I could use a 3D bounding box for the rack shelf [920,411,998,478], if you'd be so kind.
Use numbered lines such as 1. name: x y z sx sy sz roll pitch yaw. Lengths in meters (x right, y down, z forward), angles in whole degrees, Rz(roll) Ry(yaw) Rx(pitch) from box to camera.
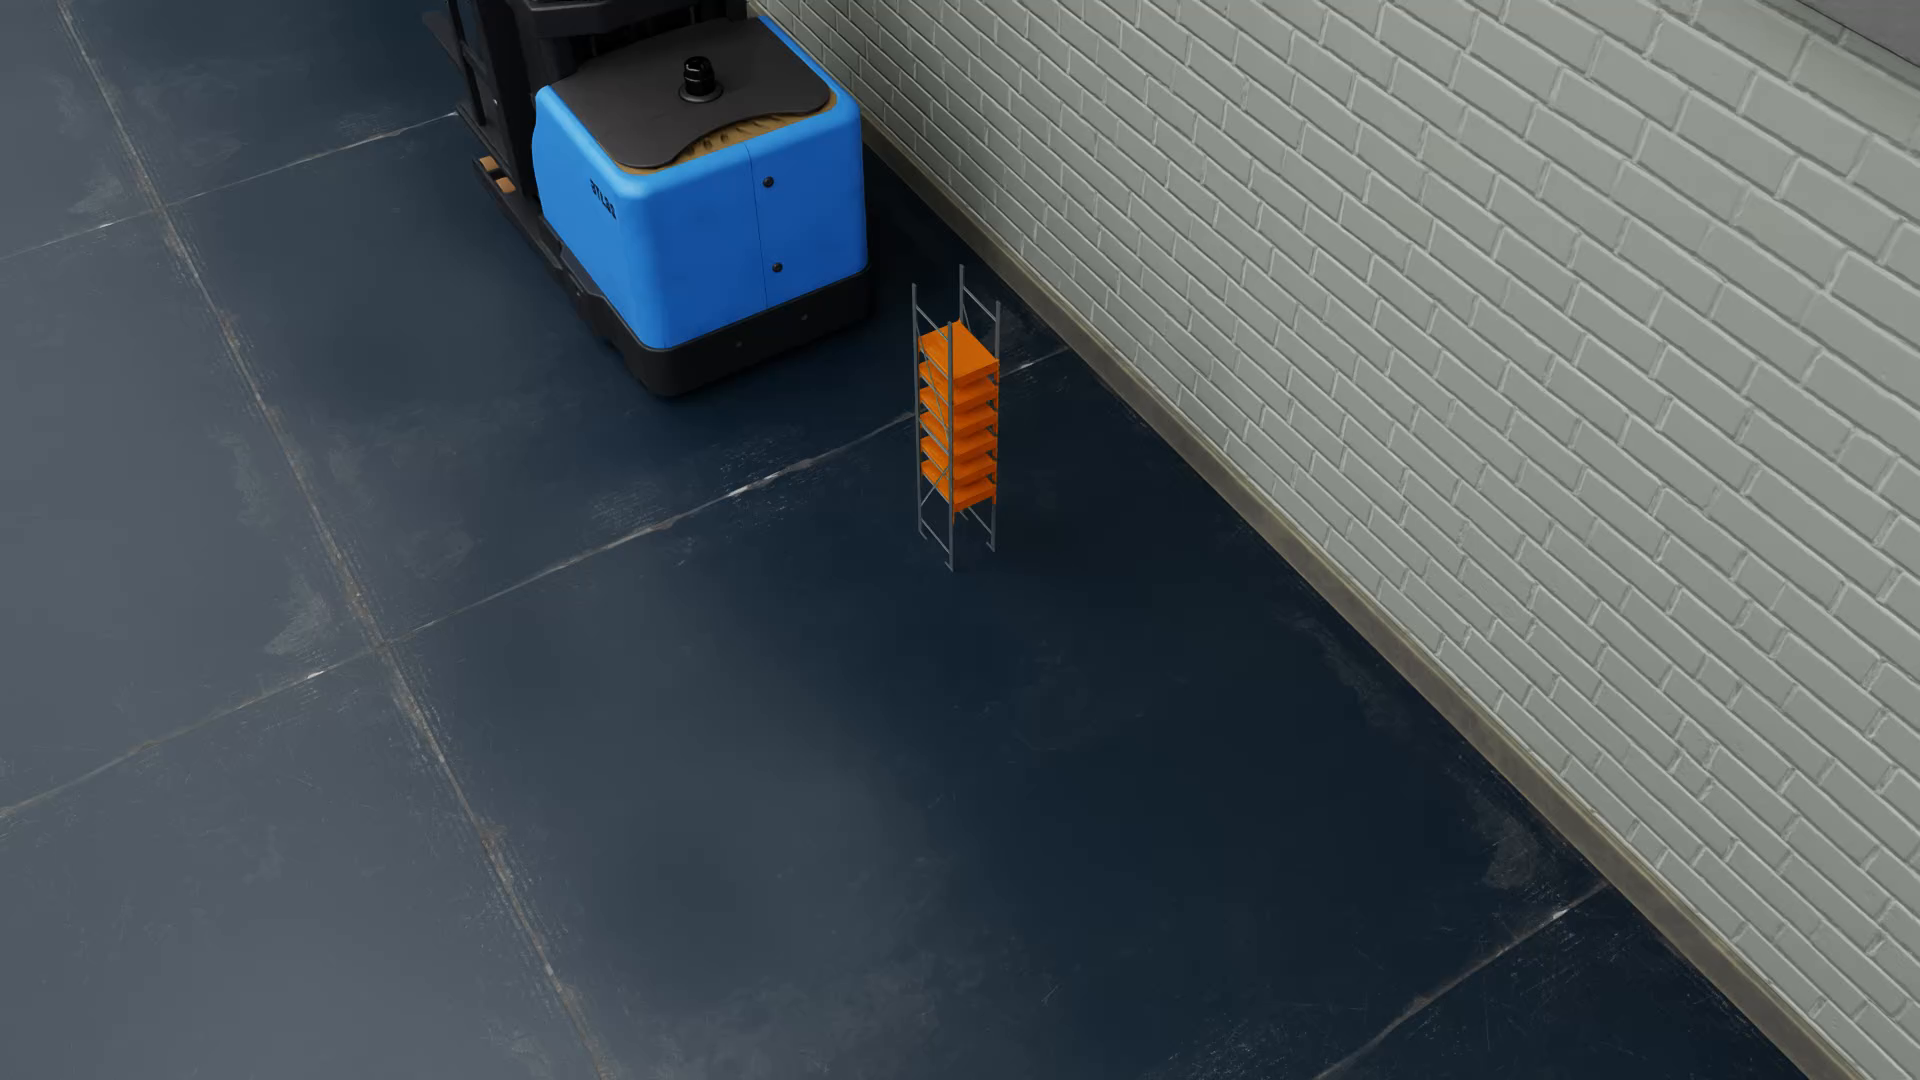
1. rack shelf: -0.012 -0.364 5.830 0.180 0.103 0.258 -25 53 -21

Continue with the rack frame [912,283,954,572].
1. rack frame: -0.090 -0.357 5.764 0.006 1.200 0.240 -25 53 -21

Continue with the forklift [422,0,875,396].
1. forklift: -1.581 -2.635 6.634 1.130 2.935 3.031 -26 53 -21

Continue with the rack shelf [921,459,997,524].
1. rack shelf: -0.012 -0.204 6.009 0.180 0.103 0.258 -25 53 -21

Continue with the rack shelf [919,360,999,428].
1. rack shelf: -0.012 -0.523 5.651 0.180 0.103 0.258 -25 53 -21

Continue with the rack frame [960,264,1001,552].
1. rack frame: 0.065 -0.430 5.829 0.006 1.200 0.240 -25 53 -21

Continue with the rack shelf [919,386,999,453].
1. rack shelf: -0.012 -0.444 5.740 0.180 0.103 0.258 -25 53 -21

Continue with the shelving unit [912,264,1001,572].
1. shelving unit: -0.012 -0.393 5.797 0.189 1.200 0.258 -25 53 -21

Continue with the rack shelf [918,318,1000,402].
1. rack shelf: -0.012 -0.603 5.561 0.180 0.103 0.258 -25 53 -21

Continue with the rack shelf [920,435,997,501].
1. rack shelf: -0.012 -0.284 5.920 0.180 0.103 0.258 -25 53 -21
